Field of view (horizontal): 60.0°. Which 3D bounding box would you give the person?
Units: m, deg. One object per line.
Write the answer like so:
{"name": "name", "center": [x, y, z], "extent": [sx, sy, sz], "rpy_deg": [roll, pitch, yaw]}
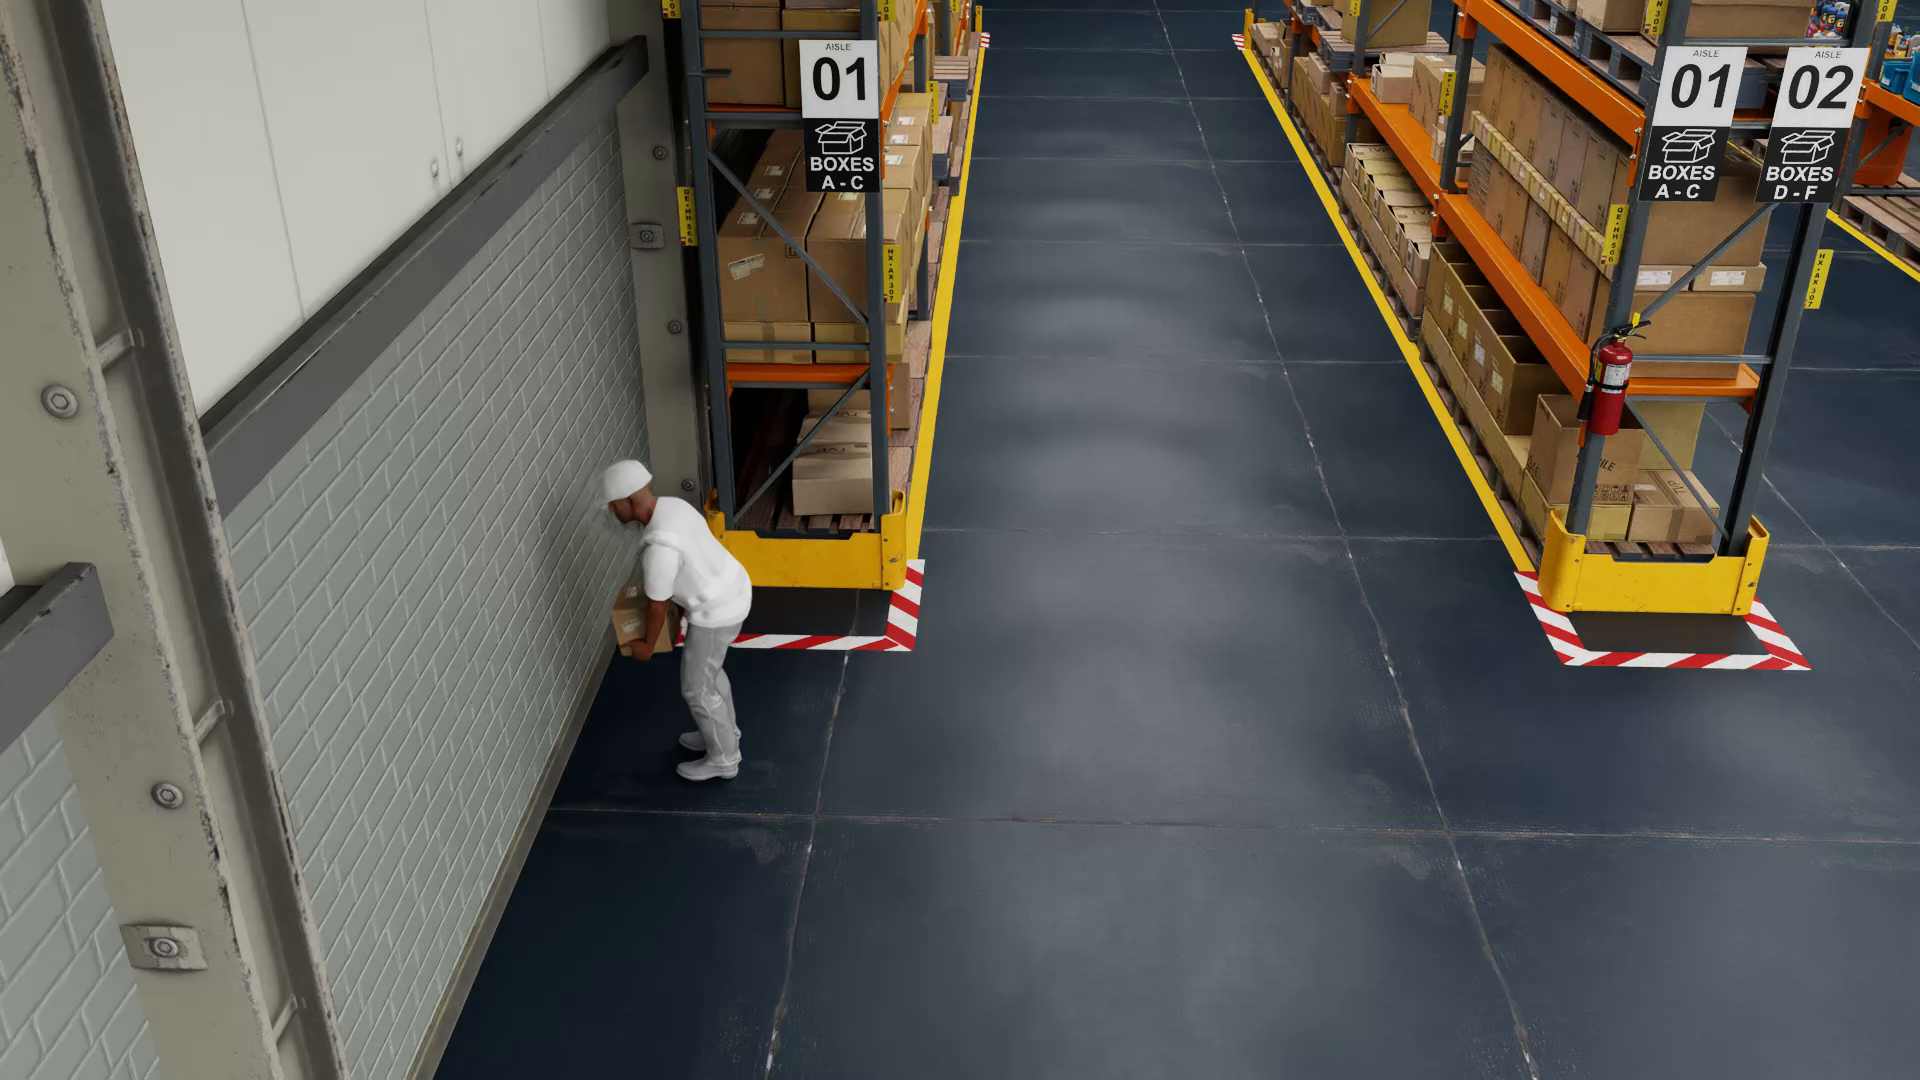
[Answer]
{"name": "person", "center": [-1.346, 0.374, 7.999], "extent": [0.691, 1.659, 0.483], "rpy_deg": [0, 28, 1]}
